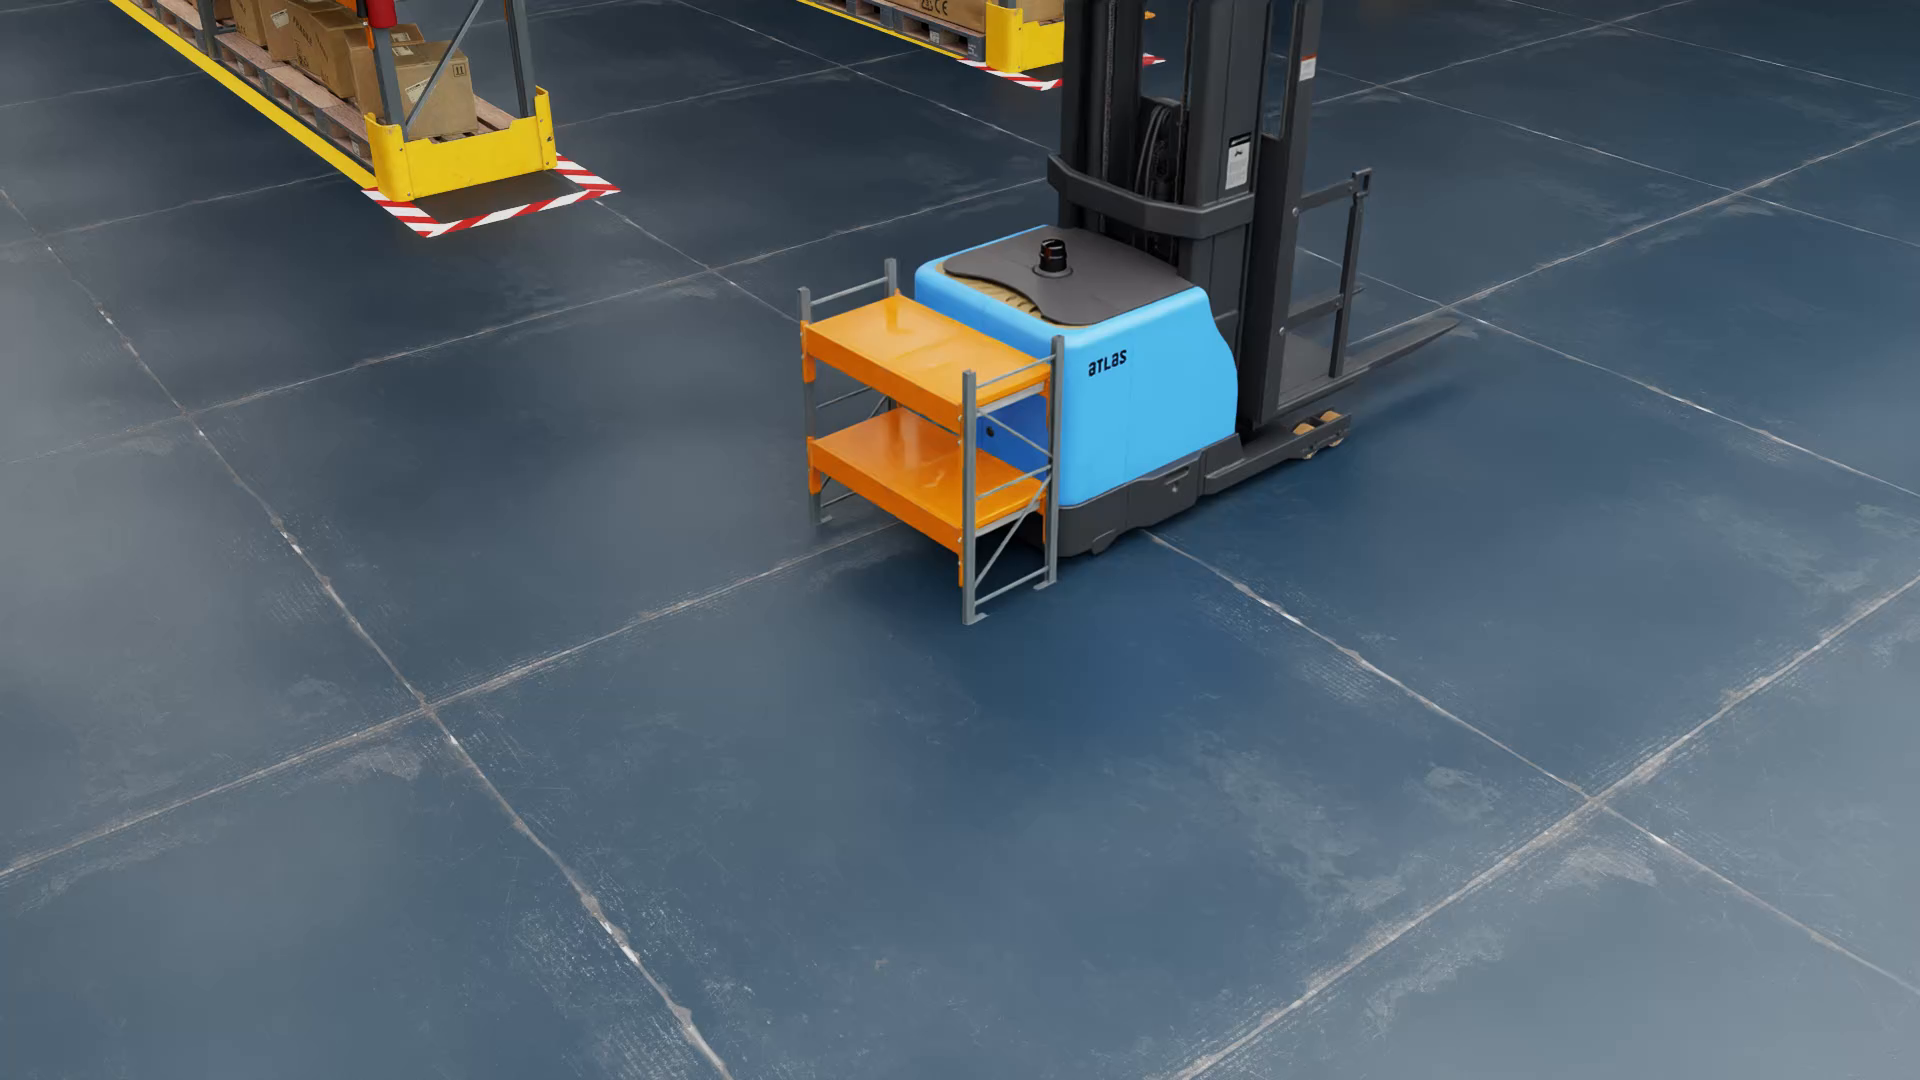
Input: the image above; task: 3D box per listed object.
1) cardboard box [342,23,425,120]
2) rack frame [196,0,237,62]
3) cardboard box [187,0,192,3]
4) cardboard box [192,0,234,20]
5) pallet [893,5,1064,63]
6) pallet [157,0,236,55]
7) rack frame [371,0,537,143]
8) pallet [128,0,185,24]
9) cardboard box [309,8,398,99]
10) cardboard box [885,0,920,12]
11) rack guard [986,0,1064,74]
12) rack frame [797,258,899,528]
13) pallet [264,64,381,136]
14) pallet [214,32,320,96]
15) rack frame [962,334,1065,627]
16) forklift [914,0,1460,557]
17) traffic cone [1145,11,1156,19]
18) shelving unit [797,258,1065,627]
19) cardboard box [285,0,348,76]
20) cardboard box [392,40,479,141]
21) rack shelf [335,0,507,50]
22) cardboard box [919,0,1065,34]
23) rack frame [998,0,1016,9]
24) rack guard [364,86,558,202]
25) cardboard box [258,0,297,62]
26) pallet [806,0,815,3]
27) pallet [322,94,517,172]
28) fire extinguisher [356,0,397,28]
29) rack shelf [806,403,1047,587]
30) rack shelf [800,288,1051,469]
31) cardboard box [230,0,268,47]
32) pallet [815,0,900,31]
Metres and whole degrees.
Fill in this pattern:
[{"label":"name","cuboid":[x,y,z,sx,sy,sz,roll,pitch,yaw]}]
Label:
[{"label":"cardboard box","cuboid":[-4.010,-3.298,11.688,0.500,0.500,0.500,-12,34,-19]},{"label":"rack frame","cuboid":[-5.700,-5.345,13.012,1.000,3.000,0.127,-22,38,-31]},{"label":"cardboard box","cuboid":[-6.337,-4.938,14.309,0.700,0.500,0.500,-23,38,-32]},{"label":"cardboard box","cuboid":[-6.059,-4.733,13.979,0.700,0.500,0.500,-26,40,-35]},{"label":"pallet","cuboid":[0.181,-4.364,14.076,1.003,0.211,1.213,-22,38,-31]},{"label":"pallet","cuboid":[-6.178,-4.484,14.270,1.003,0.211,1.213,-22,38,-31]},{"label":"rack frame","cuboid":[-3.247,-3.678,10.328,1.000,3.000,0.127,-22,38,-31]},{"label":"pallet","cuboid":[-6.931,-4.993,15.089,1.003,0.211,1.213,-22,38,-31]},{"label":"cardboard box","cuboid":[-4.379,-3.565,12.118,0.500,0.500,0.500,-19,36,-27]},{"label":"cardboard box","cuboid":[-0.276,-5.143,14.304,0.875,0.875,0.875,-23,39,-32]},{"label":"rack guard","cuboid":[0.748,-4.168,13.488,1.175,0.500,0.348,-22,38,-31]},{"label":"rack frame","cuboid":[-0.467,-0.625,7.190,0.500,1.125,0.032,-25,40,-34]},{"label":"pallet","cuboid":[-4.508,-3.383,12.497,1.003,0.211,1.213,-22,38,-31]},{"label":"pallet","cuboid":[-5.260,-3.892,13.316,1.003,0.211,1.213,-22,38,-31]},{"label":"rack frame","cuboid":[0.205,-0.222,6.542,0.500,1.125,0.032,-25,40,-34]},{"label":"forklift","cuboid":[1.240,-1.817,7.398,3.031,2.935,1.130,-24,39,-33]},{"label":"traffic cone","cuboid":[1.529,-4.843,14.610,0.336,0.463,0.334,-22,38,-31]},{"label":"shelving unit","cuboid":[-0.131,-0.424,6.866,0.538,1.125,1.048,-25,40,-34]},{"label":"cardboard box","cuboid":[-4.686,-3.812,12.516,0.500,0.500,0.500,-26,40,-35]},{"label":"cardboard box","cuboid":[-3.617,-3.060,11.305,0.500,0.500,0.500,-15,35,-23]},{"label":"rack shelf","cuboid":[-4.473,-4.206,11.860,1.077,0.370,4.000,-22,38,-31]},{"label":"cardboard box","cuboid":[0.265,-4.777,13.715,0.875,0.875,0.875,-22,38,-31]},{"label":"rack frame","cuboid":[0.733,-5.240,12.844,1.000,3.000,0.127,-22,38,-31]},{"label":"rack guard","cuboid":[-3.294,-2.648,11.039,1.175,0.500,0.348,-22,38,-31]},{"label":"cardboard box","cuboid":[-5.129,-4.045,12.892,0.500,0.500,0.500,-11,33,-16]},{"label":"pallet","cuboid":[-1.315,-5.381,15.713,1.003,0.211,1.213,-22,38,-31]},{"label":"pallet","cuboid":[-3.764,-2.875,11.679,1.003,0.211,1.213,-22,38,-31]},{"label":"fire extinguisher","cuboid":[-3.541,-3.448,10.032,0.296,0.674,0.183,-22,38,-31]},{"label":"rack shelf","cuboid":[-0.131,-0.216,6.995,0.538,0.278,1.000,-25,40,-34]},{"label":"rack shelf","cuboid":[-0.131,-0.672,6.711,0.538,0.278,1.000,-25,40,-34]},{"label":"cardboard box","cuboid":[-5.486,-4.282,13.272,0.500,0.500,0.500,-24,39,-33]},{"label":"pallet","cuboid":[-0.563,-4.872,14.894,1.003,0.211,1.213,-22,38,-31]}]
